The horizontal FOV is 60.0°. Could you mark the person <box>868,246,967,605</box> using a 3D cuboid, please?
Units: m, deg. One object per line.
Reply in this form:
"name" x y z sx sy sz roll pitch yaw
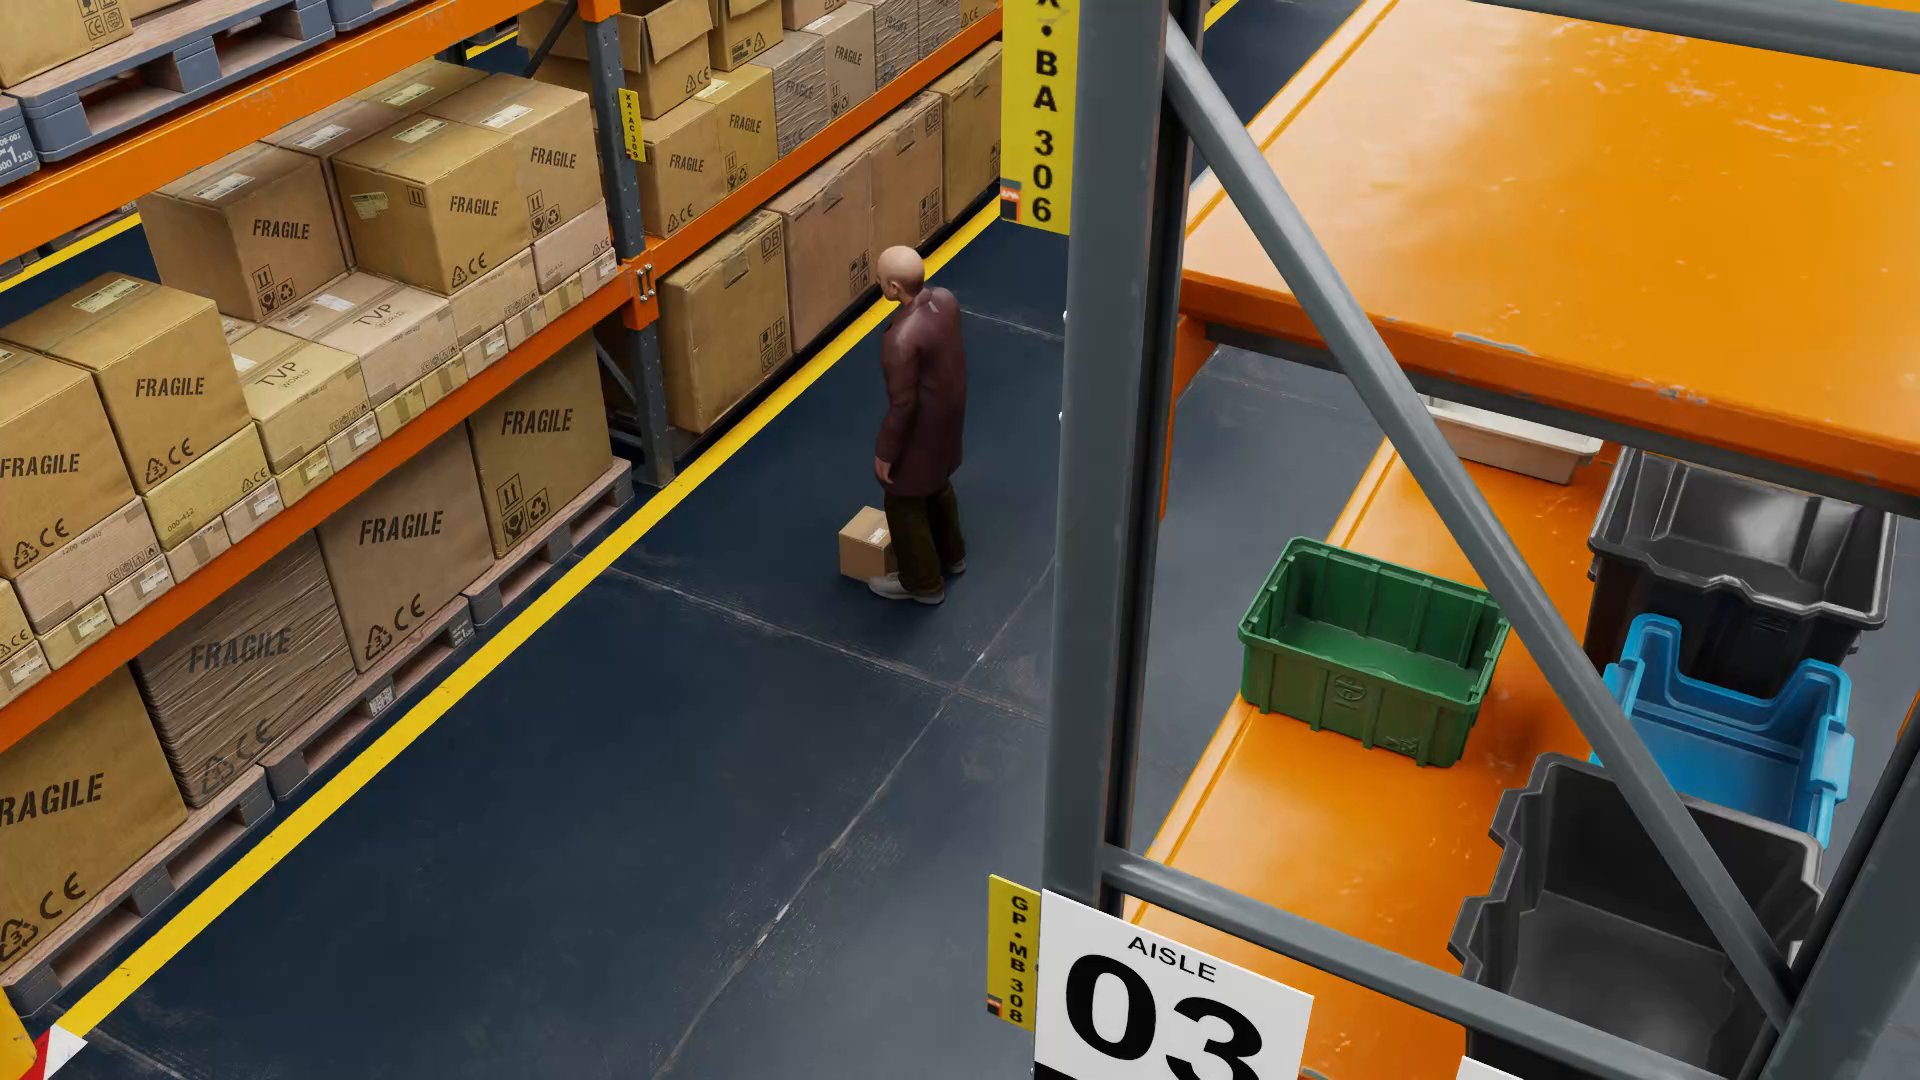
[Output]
"person" -0.185 -0.502 7.418 0.415 1.774 0.654 17 40 20
